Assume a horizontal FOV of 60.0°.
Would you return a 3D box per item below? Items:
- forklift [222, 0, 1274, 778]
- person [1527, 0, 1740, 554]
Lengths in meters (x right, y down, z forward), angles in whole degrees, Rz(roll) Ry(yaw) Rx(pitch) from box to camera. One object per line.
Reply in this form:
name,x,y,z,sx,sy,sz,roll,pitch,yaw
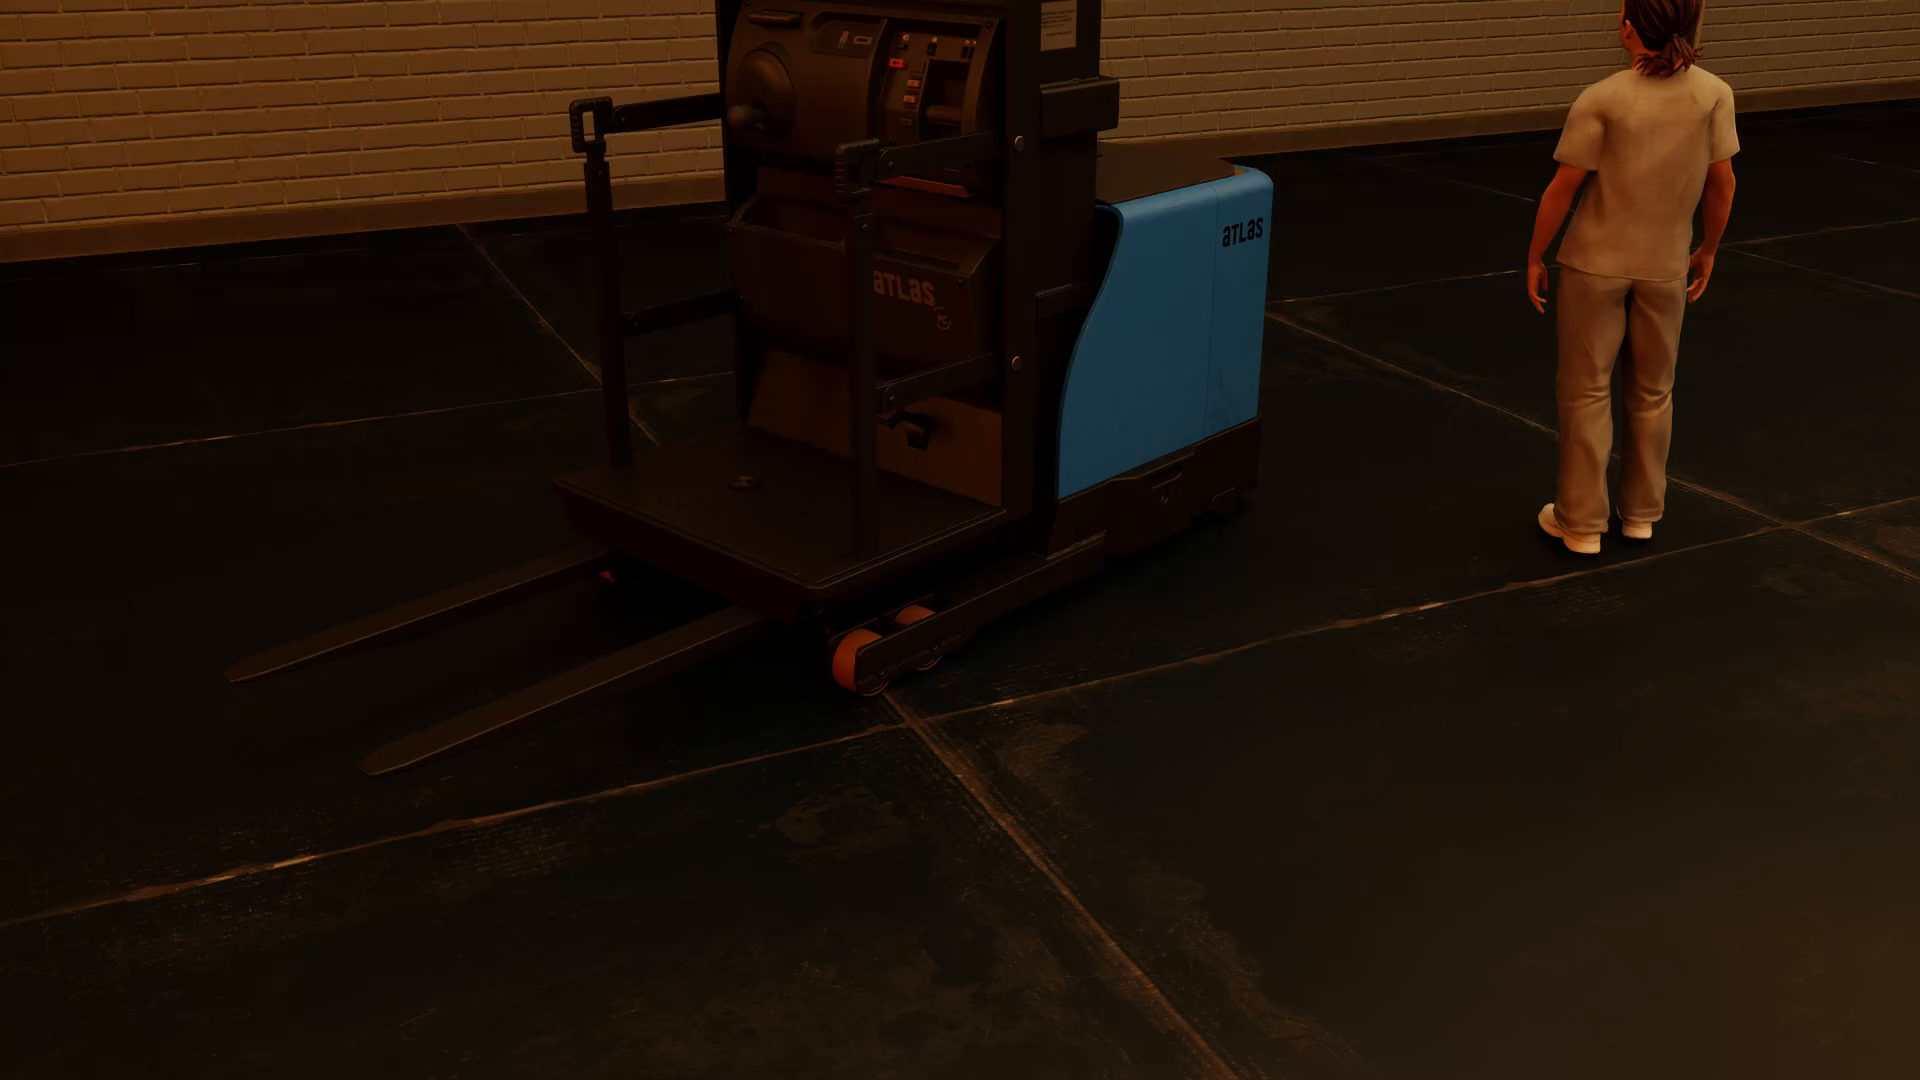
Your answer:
forklift,-0.413,-1.182,4.131,1.130,2.935,3.031,19,29,39
person,1.890,-0.771,4.774,0.551,1.665,0.549,1,23,3
